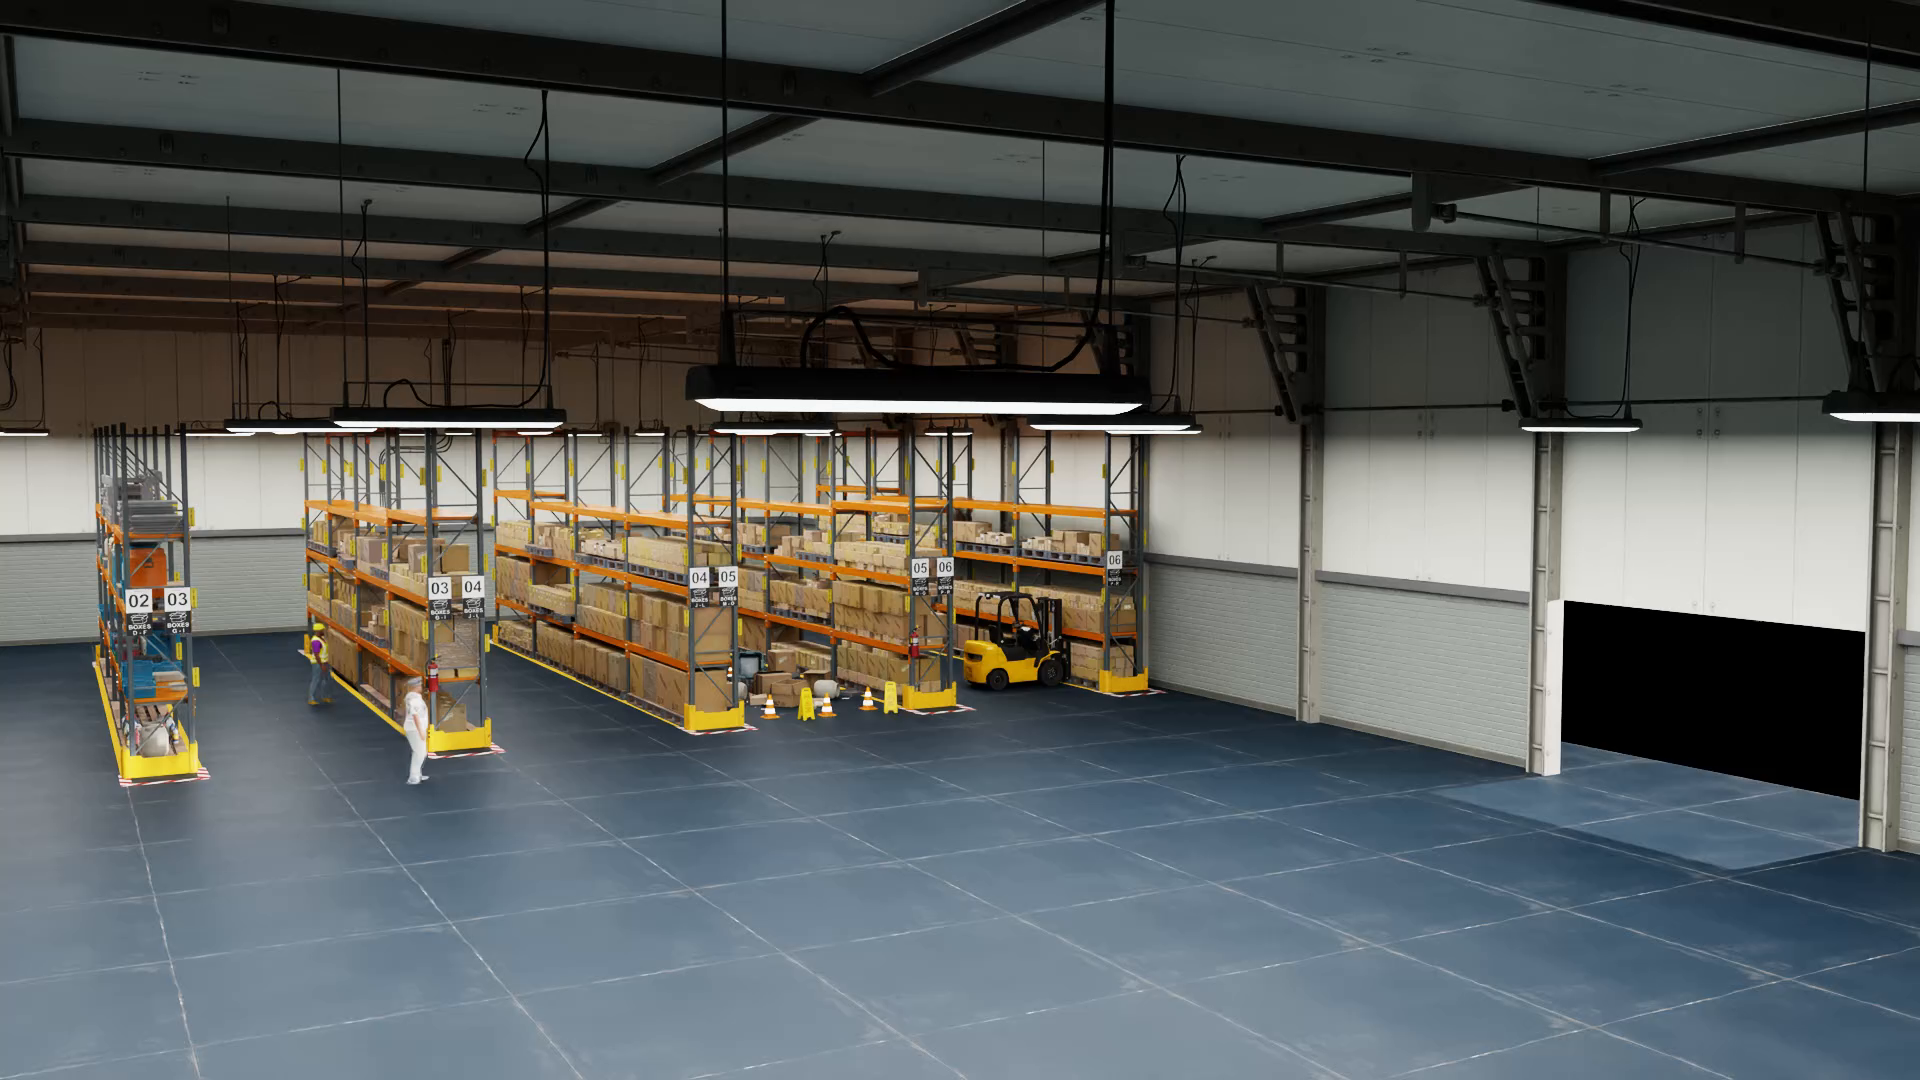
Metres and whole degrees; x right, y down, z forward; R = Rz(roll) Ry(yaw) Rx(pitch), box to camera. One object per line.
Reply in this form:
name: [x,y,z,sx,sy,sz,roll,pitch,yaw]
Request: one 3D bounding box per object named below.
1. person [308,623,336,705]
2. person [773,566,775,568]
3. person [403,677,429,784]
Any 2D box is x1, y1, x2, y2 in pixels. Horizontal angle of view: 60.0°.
person: [-13.808,2.689,35.948,0.506,1.798,0.700,0,3,1]
person: [-5.880,1.709,52.107,0.585,1.809,0.633,0,3,2]
person: [-9.102,3.202,27.842,0.410,1.831,0.585,-1,4,-12]
